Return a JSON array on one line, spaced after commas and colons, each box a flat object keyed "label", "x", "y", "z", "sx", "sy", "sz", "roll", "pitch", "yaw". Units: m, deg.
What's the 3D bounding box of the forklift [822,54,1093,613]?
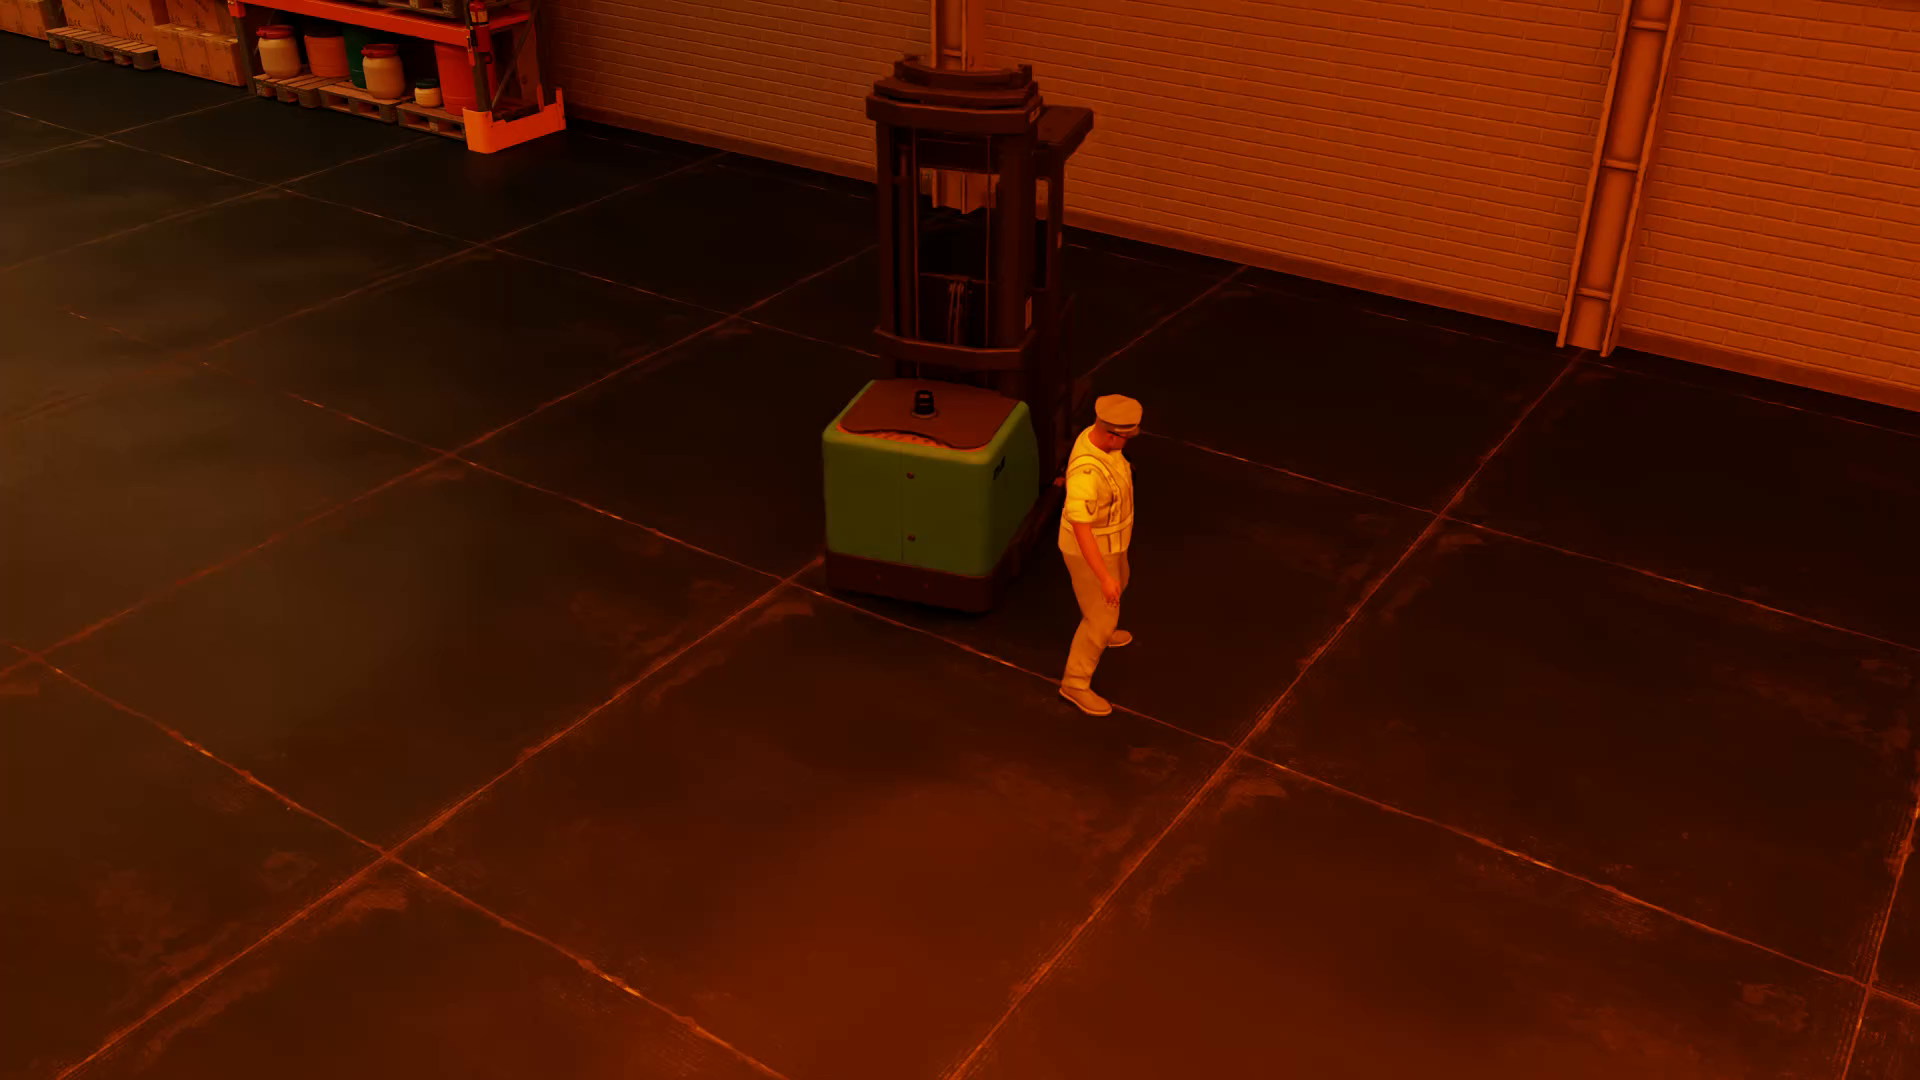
[{"label": "forklift", "x": 0.150, "y": -1.573, "z": 10.290, "sx": 1.130, "sy": 2.935, "sz": 3.031, "roll": 10, "pitch": 32, "yaw": 16}]

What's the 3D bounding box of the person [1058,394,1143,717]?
[{"label": "person", "x": 0.727, "y": 0.014, "z": 8.773, "sx": 0.406, "sy": 1.716, "sz": 0.873, "roll": 7, "pitch": 31, "yaw": 11}]
